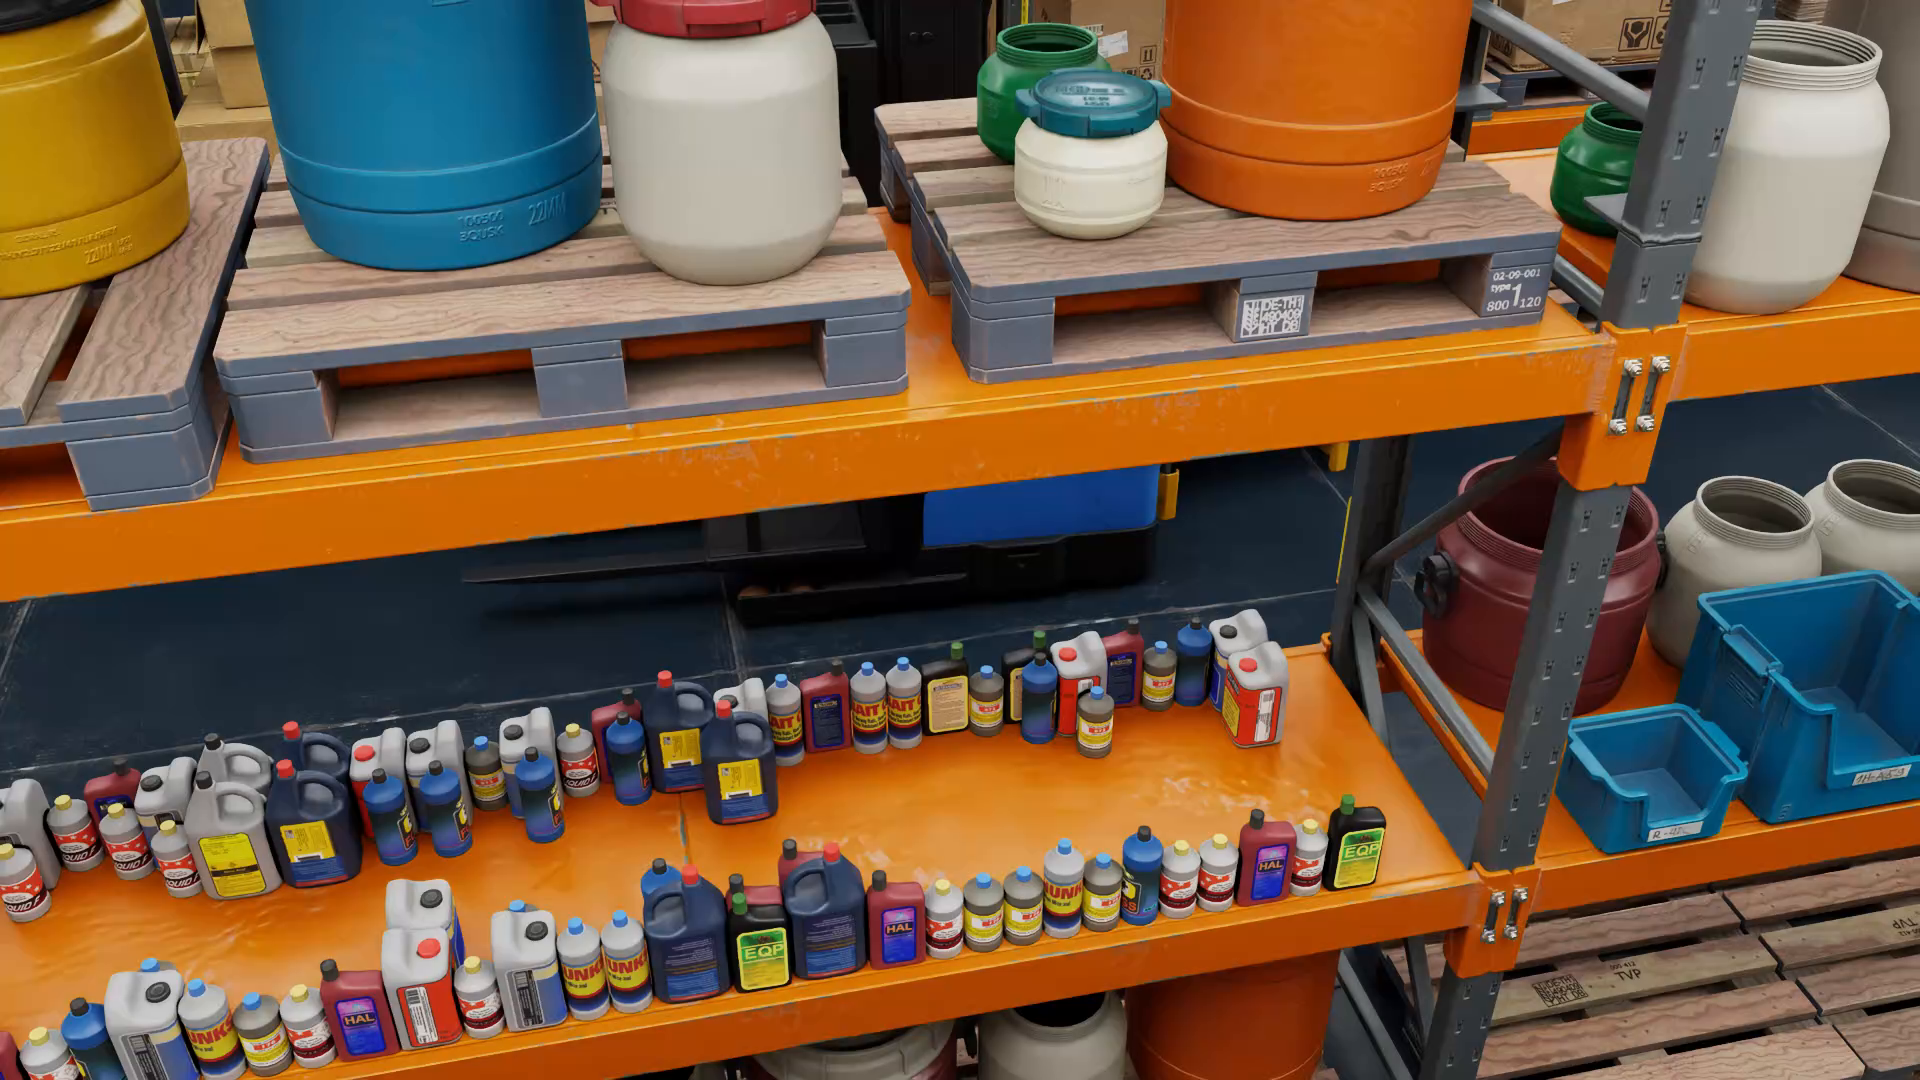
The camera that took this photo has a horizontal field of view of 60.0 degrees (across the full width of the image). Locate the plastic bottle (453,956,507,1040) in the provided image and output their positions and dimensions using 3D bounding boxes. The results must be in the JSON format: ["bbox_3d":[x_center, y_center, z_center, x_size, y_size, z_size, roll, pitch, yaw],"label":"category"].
[{"bbox_3d":[-1.077,1.014,3.725,0.097,0.201,0.097,0,34,0],"label":"plastic bottle"}]

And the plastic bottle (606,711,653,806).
[{"bbox_3d":[-0.865,0.560,4.339,0.097,0.271,0.097,0,34,0],"label":"plastic bottle"}]

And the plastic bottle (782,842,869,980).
[{"bbox_3d":[-0.313,0.843,3.847,0.185,0.351,0.144,-7,35,-11],"label":"plastic bottle"}]

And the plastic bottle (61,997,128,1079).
[{"bbox_3d":[-1.849,1.083,3.560,0.097,0.271,0.097,0,34,0],"label":"plastic bottle"}]

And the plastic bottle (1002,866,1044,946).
[{"bbox_3d":[0.150,0.860,3.955,0.097,0.201,0.097,0,34,0],"label":"plastic bottle"}]

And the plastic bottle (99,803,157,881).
[{"bbox_3d":[-2.071,0.741,4.132,0.097,0.201,0.097,0,34,0],"label":"plastic bottle"}]

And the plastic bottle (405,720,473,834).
[{"bbox_3d":[-1.342,0.599,4.277,0.135,0.276,0.152,-7,35,-11],"label":"plastic bottle"}]

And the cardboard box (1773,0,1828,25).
[{"bbox_3d":[4.528,-2.967,9.123,0.500,0.500,0.875,-7,35,-11],"label":"cardboard box"}]

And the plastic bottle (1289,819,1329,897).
[{"bbox_3d":[0.850,0.772,4.087,0.097,0.201,0.097,0,34,0],"label":"plastic bottle"}]

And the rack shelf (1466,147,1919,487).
[{"bbox_3d":[3.217,-0.789,4.188,4.000,0.370,1.077,-7,35,-11],"label":"rack shelf"}]

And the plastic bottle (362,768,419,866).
[{"bbox_3d":[-1.428,0.683,4.156,0.097,0.271,0.097,0,34,0],"label":"plastic bottle"}]

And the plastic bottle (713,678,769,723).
[{"bbox_3d":[-0.579,0.503,4.420,0.135,0.276,0.152,-7,35,-11],"label":"plastic bottle"}]

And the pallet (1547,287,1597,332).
[{"bbox_3d":[3.316,-1.526,9.835,1.213,0.211,1.003,-7,35,-11],"label":"pallet"}]

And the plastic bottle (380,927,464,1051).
[{"bbox_3d":[-1.196,0.983,3.705,0.135,0.276,0.152,-7,35,-11],"label":"plastic bottle"}]

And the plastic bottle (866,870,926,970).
[{"bbox_3d":[-0.149,0.874,3.861,0.133,0.283,0.061,-7,35,-11],"label":"plastic bottle"}]

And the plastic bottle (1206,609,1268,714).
[{"bbox_3d":[0.773,0.332,4.674,0.135,0.276,0.152,-7,35,-11],"label":"plastic bottle"}]

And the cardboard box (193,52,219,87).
[{"bbox_3d":[-3.331,-2.044,8.015,0.500,0.500,0.500,-7,35,-10],"label":"cardboard box"}]

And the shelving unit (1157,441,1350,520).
[{"bbox_3d":[1.314,-0.991,7.881,1.083,1.500,0.587,-15,37,-21],"label":"shelving unit"}]

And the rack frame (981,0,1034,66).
[{"bbox_3d":[0.174,-2.289,8.469,0.127,3.000,1.000,-7,35,-11],"label":"rack frame"}]

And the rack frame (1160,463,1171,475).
[{"bbox_3d":[0.866,-0.868,7.698,0.032,1.500,0.500,-15,37,-21],"label":"rack frame"}]

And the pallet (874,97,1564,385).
[{"bbox_3d":[0.499,-0.723,3.613,1.213,0.211,1.003,-7,35,-11],"label":"pallet"}]

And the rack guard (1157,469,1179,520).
[{"bbox_3d":[0.867,-0.350,8.047,0.087,0.250,0.587,-15,37,-21],"label":"rack guard"}]

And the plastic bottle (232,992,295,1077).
[{"bbox_3d":[-1.528,1.071,3.640,0.097,0.201,0.097,0,34,0],"label":"plastic bottle"}]

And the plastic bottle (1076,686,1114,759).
[{"bbox_3d":[0.368,0.486,4.513,0.097,0.201,0.097,0,34,0],"label":"plastic bottle"}]

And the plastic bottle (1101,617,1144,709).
[{"bbox_3d":[0.443,0.345,4.649,0.133,0.283,0.061,-7,35,-11],"label":"plastic bottle"}]

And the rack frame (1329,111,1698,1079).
[{"bbox_3d":[1.267,0.403,4.457,0.127,3.000,1.000,-7,35,-11],"label":"rack frame"}]

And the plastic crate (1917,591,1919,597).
[{"bbox_3d":[2.910,0.344,4.488,0.583,0.464,0.402,-7,35,-11],"label":"plastic crate"}]

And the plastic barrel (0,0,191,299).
[{"bbox_3d":[-1.789,-0.826,3.051,0.600,0.588,0.600,0,34,0],"label":"plastic barrel"}]

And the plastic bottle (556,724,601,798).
[{"bbox_3d":[-1.009,0.572,4.384,0.097,0.201,0.097,0,34,0],"label":"plastic bottle"}]

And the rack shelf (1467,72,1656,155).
[{"bbox_3d":[2.125,-2.236,9.035,4.000,0.370,1.077,-7,35,-11],"label":"rack shelf"}]

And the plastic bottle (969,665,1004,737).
[{"bbox_3d":[0.073,0.436,4.587,0.097,0.201,0.097,0,34,0],"label":"plastic bottle"}]

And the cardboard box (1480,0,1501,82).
[{"bbox_3d":[2.405,-2.734,8.663,0.637,0.503,0.797,-4,34,-6],"label":"cardboard box"}]

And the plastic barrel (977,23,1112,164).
[{"bbox_3d":[0.183,-0.947,3.540,0.294,0.245,0.294,0,34,0],"label":"plastic barrel"}]

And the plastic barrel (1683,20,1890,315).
[{"bbox_3d":[1.637,-0.760,3.399,0.421,0.512,0.421,0,34,0],"label":"plastic barrel"}]

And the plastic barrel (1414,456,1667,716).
[{"bbox_3d":[1.652,0.125,4.750,0.708,0.536,0.600,-7,35,-11],"label":"plastic barrel"}]

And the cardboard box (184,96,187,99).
[{"bbox_3d":[-5.546,-3.208,12.021,0.250,0.149,0.380,-8,35,-12],"label":"cardboard box"}]

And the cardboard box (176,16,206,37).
[{"bbox_3d":[-5.622,-3.753,12.299,0.250,0.149,0.380,-8,35,-11],"label":"cardboard box"}]

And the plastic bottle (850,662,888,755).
[{"bbox_3d":[-0.247,0.447,4.507,0.097,0.271,0.097,0,34,0],"label":"plastic bottle"}]

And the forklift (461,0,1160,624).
[{"bbox_3d":[-0.684,-1.171,6.865,3.031,2.935,1.130,-5,34,-7],"label":"forklift"}]

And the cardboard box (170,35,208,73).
[{"bbox_3d":[-5.494,-3.470,11.877,0.250,0.149,0.380,-7,35,-11],"label":"cardboard box"}]

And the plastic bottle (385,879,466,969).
[{"bbox_3d":[-1.230,0.900,3.828,0.135,0.276,0.152,-7,35,-11],"label":"plastic bottle"}]

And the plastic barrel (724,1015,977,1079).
[{"bbox_3d":[-0.308,1.438,4.702,0.708,0.588,0.600,-7,35,-11],"label":"plastic barrel"}]

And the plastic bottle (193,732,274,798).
[{"bbox_3d":[-1.810,0.625,4.172,0.185,0.351,0.144,-7,35,-11],"label":"plastic bottle"}]

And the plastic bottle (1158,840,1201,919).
[{"bbox_3d":[0.530,0.812,4.027,0.097,0.201,0.097,0,34,0],"label":"plastic bottle"}]

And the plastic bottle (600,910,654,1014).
[{"bbox_3d":[-0.756,0.945,3.766,0.097,0.271,0.097,0,34,0],"label":"plastic bottle"}]

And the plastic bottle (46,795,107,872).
[{"bbox_3d":[-2.215,0.724,4.157,0.097,0.201,0.097,0,34,0],"label":"plastic bottle"}]

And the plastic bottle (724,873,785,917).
[{"bbox_3d":[-0.472,0.880,3.852,0.133,0.283,0.061,-7,35,-11],"label":"plastic bottle"}]
